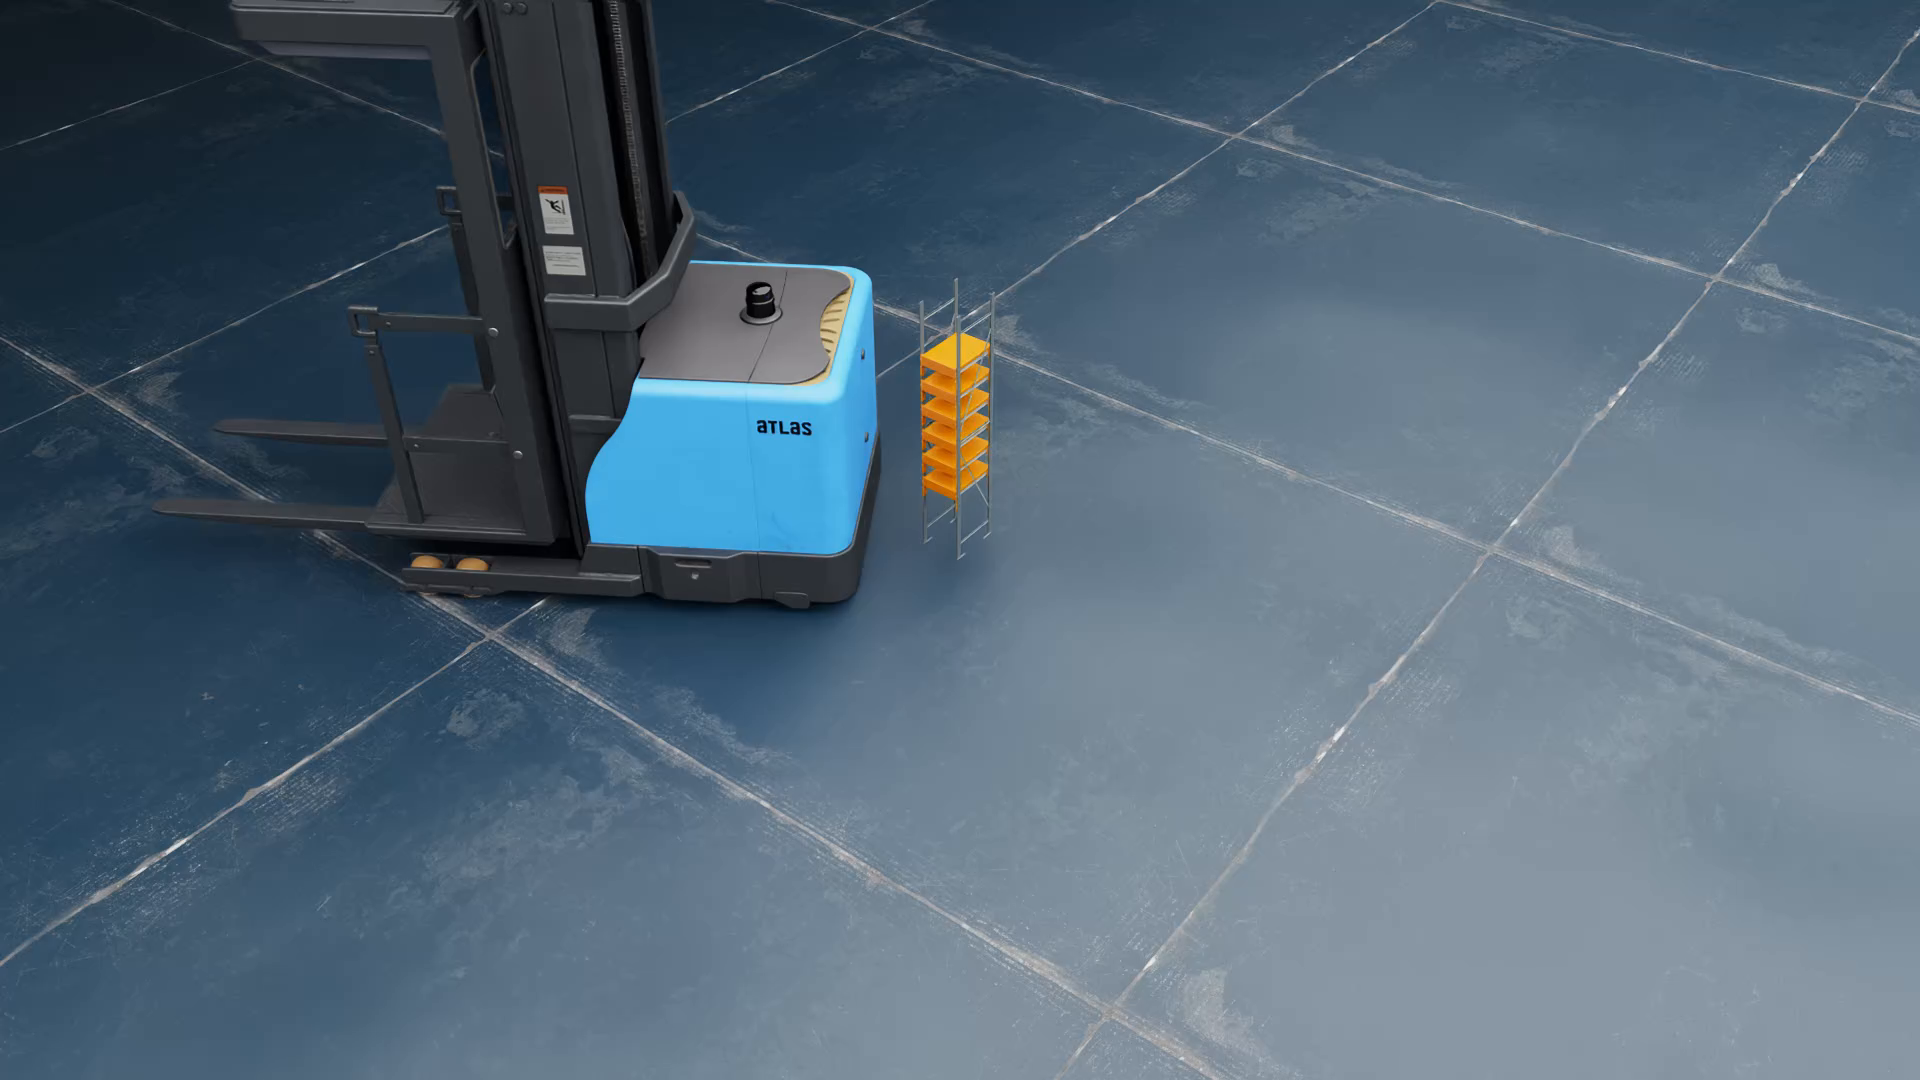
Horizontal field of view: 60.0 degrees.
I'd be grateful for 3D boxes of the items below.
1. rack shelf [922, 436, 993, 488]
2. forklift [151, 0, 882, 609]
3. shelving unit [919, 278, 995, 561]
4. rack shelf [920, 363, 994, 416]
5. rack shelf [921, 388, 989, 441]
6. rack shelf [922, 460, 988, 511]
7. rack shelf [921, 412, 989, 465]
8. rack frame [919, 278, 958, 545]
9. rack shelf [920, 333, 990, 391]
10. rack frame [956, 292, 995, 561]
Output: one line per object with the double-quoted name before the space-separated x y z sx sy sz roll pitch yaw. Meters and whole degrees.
"rack shelf" -0.011 -0.348 6.988 0.180 0.103 0.258 25 45 29
"forklift" -1.901 -1.236 6.450 3.031 2.935 1.130 3 38 4
"shelving unit" -0.011 -0.478 6.887 0.189 1.200 0.258 25 45 29
"rack shelf" -0.011 -0.632 6.766 0.180 0.103 0.258 25 45 29
"rack shelf" -0.011 -0.537 6.840 0.180 0.103 0.258 25 45 29
"rack shelf" -0.011 -0.254 7.062 0.180 0.103 0.258 25 45 29
"rack shelf" -0.011 -0.443 6.914 0.180 0.103 0.258 25 45 29
"rack frame" -0.084 -0.512 6.931 0.006 1.200 0.240 25 45 29
"rack shelf" -0.011 -0.726 6.692 0.180 0.103 0.258 25 45 29
"rack frame" 0.061 -0.444 6.843 0.006 1.200 0.240 25 45 29
